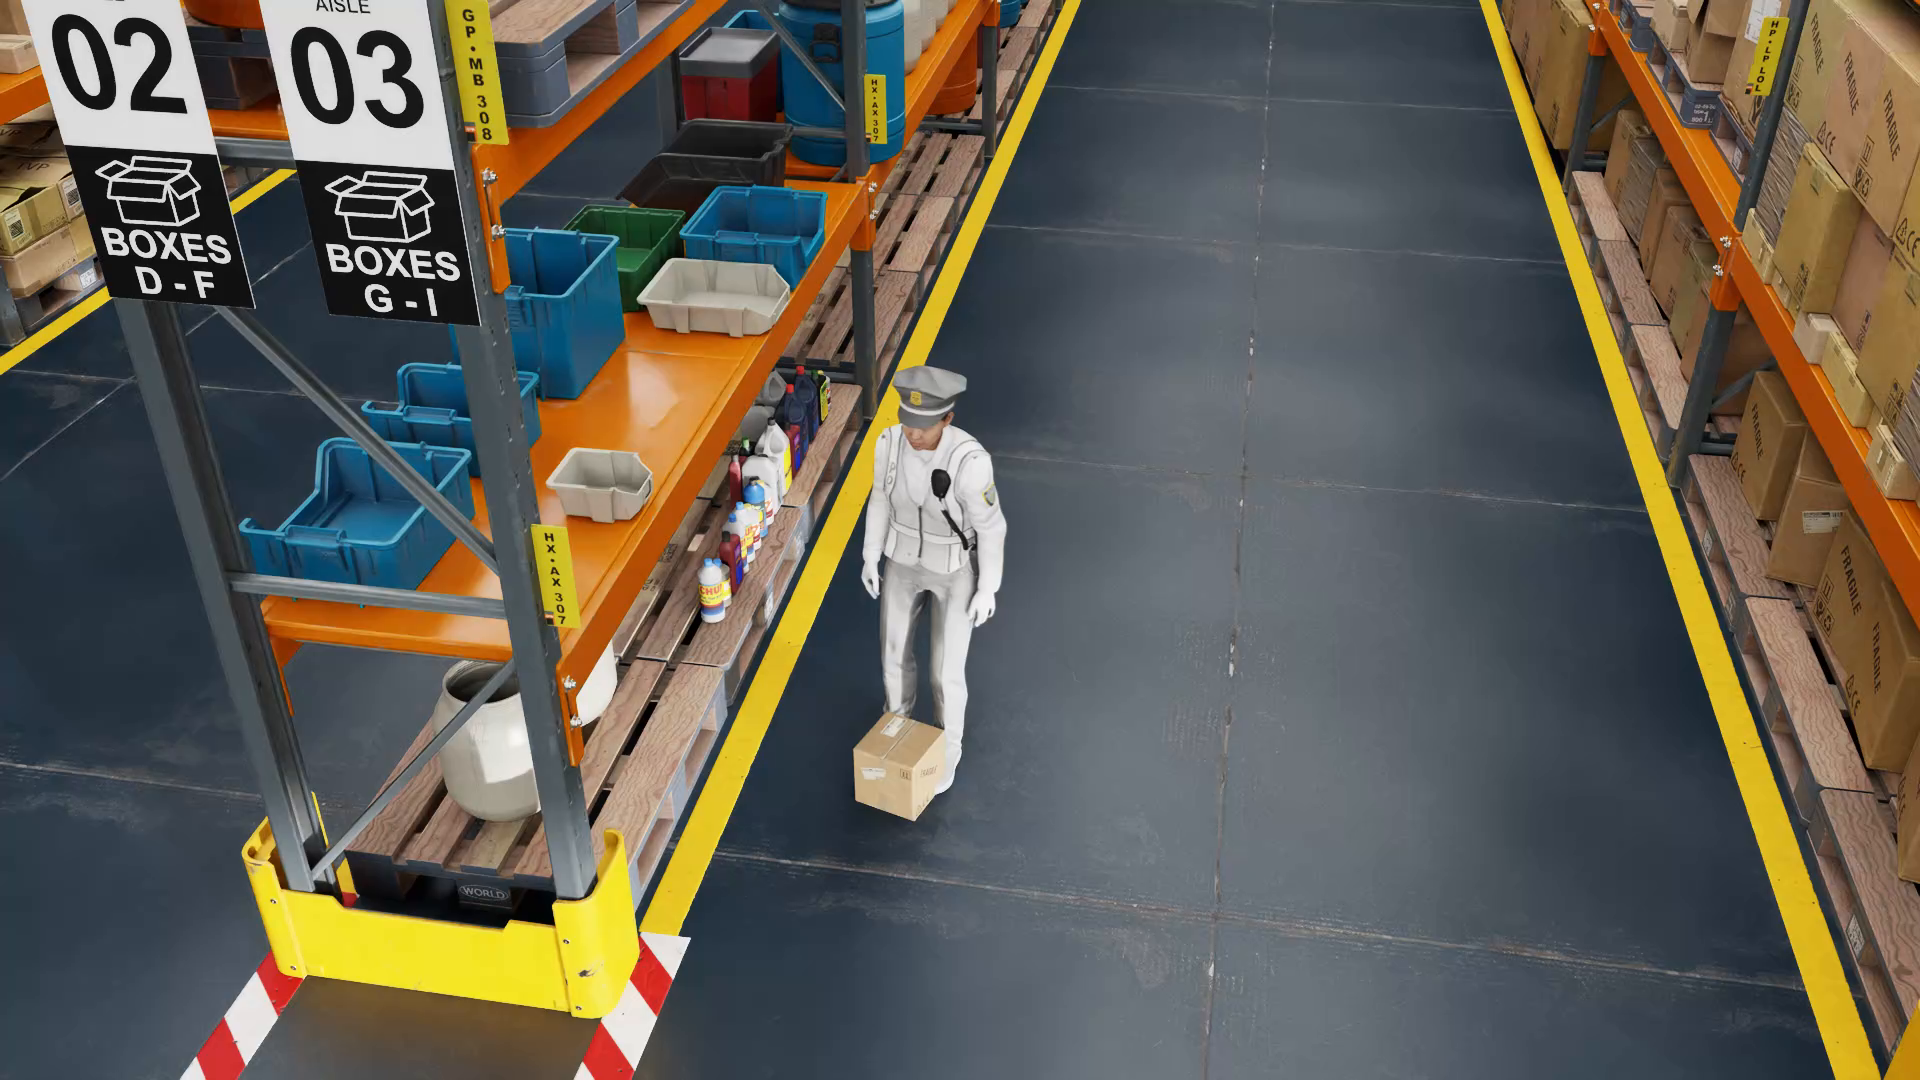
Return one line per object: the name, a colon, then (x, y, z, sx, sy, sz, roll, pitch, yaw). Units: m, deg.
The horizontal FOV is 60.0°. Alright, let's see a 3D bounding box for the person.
person: (-0.115, 0.134, 5.926, 0.543, 1.662, 0.416, 14, 35, 21)
